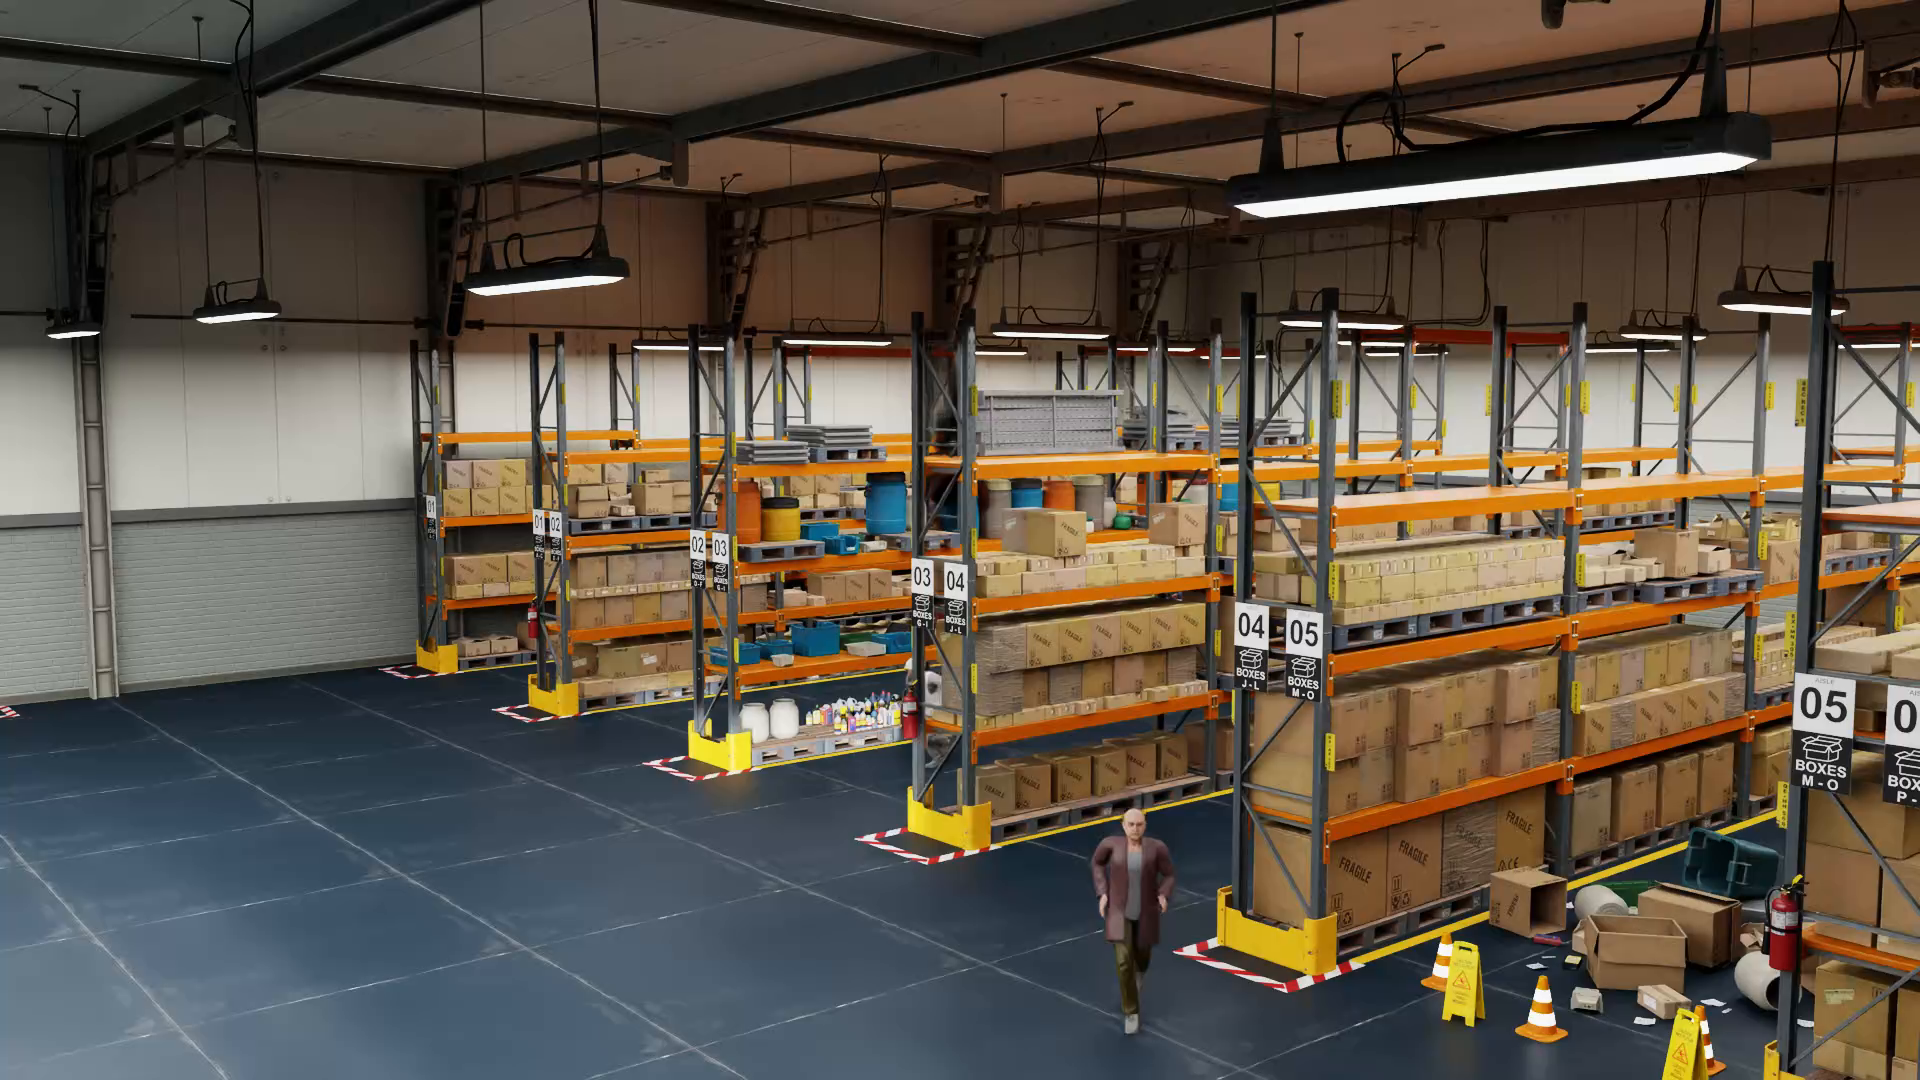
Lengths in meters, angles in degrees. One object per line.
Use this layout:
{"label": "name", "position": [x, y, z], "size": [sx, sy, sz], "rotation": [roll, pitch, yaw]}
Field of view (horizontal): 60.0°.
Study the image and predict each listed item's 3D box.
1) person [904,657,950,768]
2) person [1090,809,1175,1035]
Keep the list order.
{"label": "person", "position": [-0.418, 2.316, 22.312], "size": [0.682, 1.587, 0.830], "rotation": [4, 7, 39]}
{"label": "person", "position": [1.413, 3.037, 13.634], "size": [0.689, 1.761, 0.955], "rotation": [0, 5, 3]}
